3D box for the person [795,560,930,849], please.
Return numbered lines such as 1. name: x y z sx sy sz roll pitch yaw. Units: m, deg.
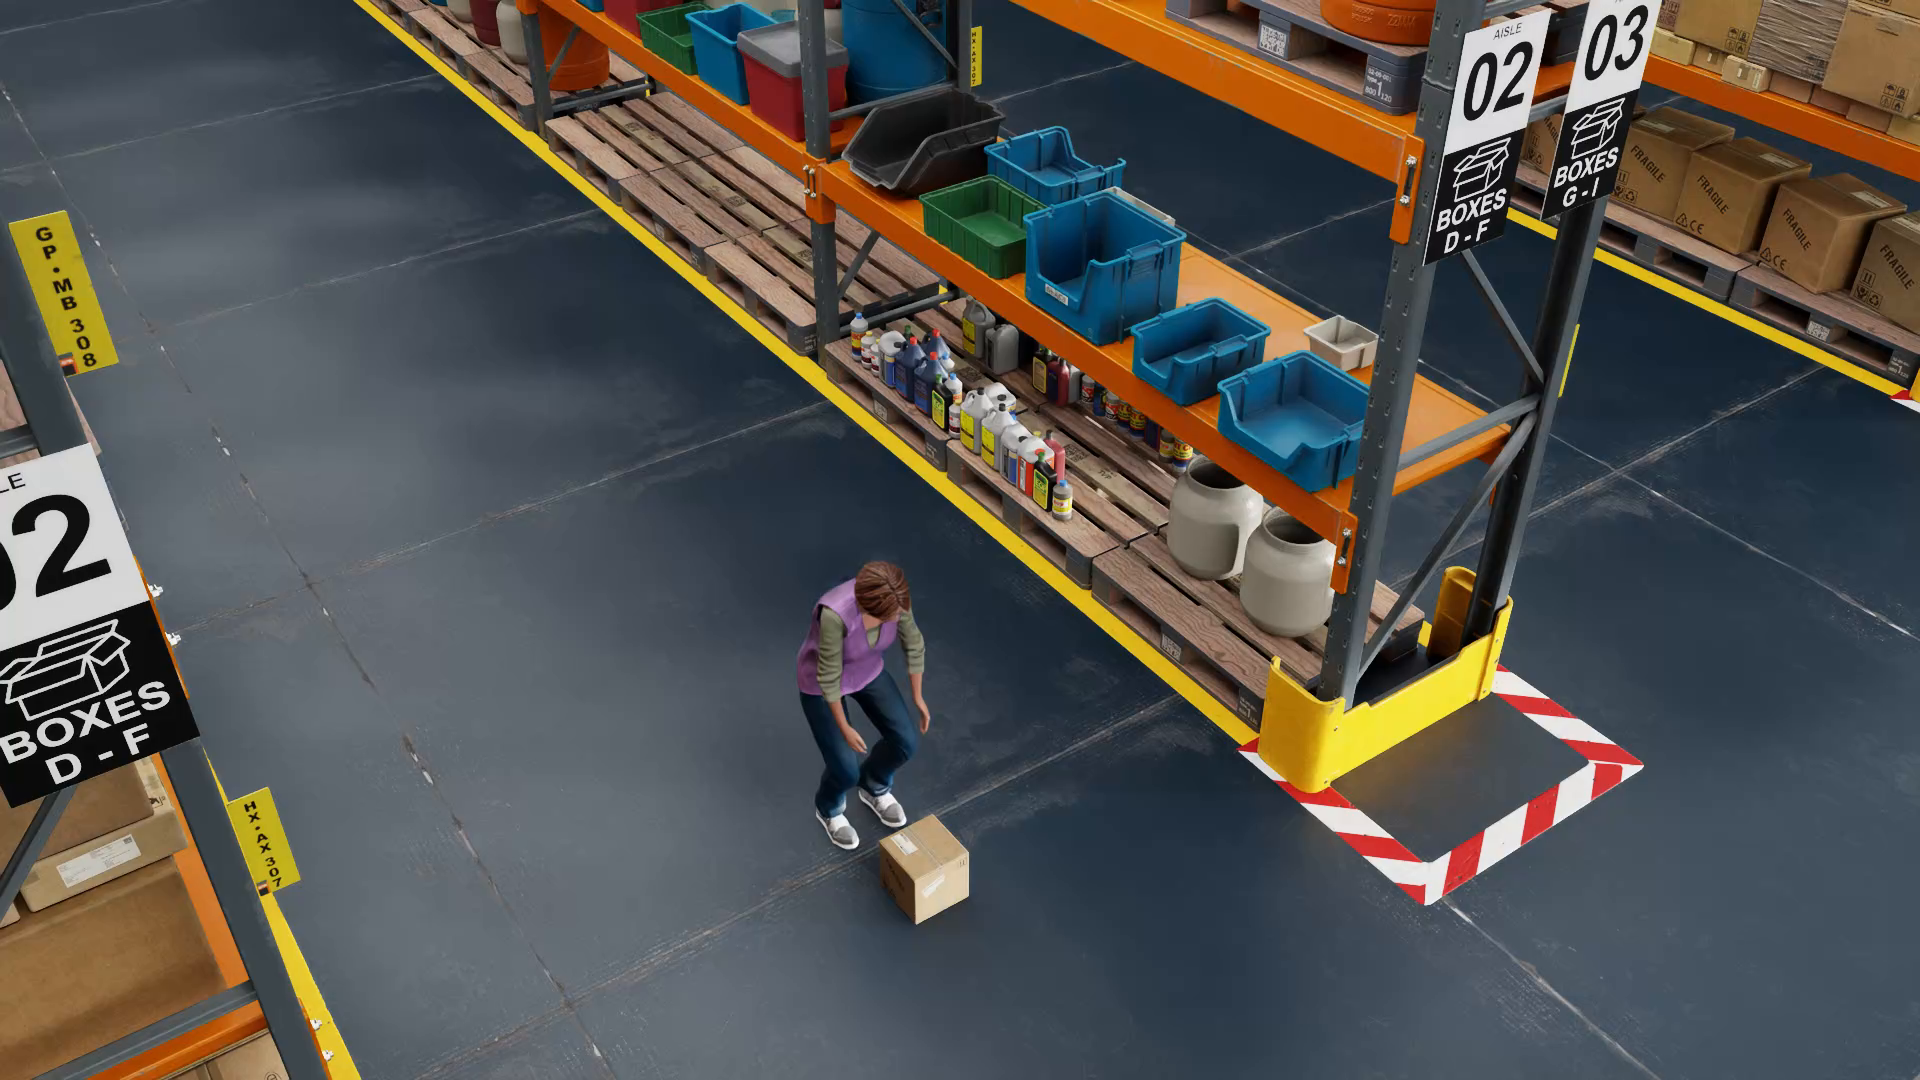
1. person: -0.368 0.581 6.387 0.456 1.423 0.560 -22 42 -27
